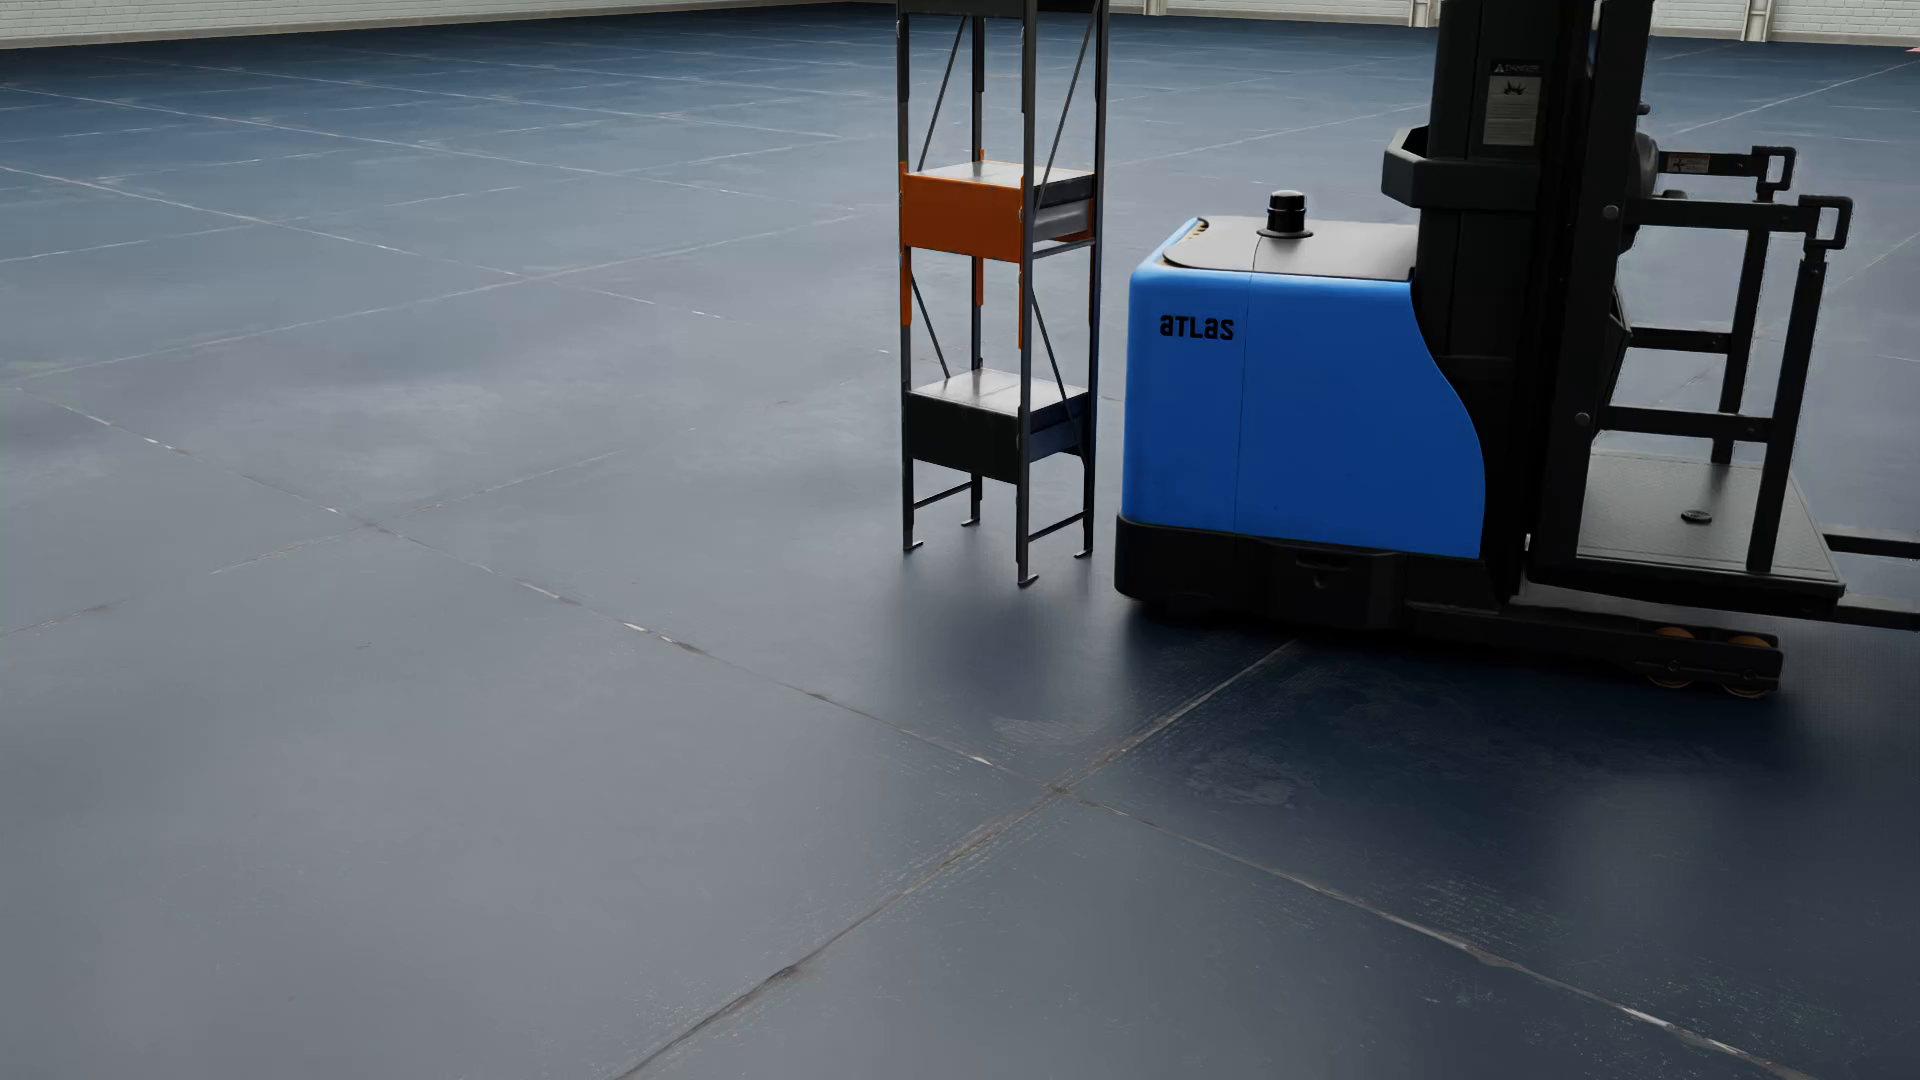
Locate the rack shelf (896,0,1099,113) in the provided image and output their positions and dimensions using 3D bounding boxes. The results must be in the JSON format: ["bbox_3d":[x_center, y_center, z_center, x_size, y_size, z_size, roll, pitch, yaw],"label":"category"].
[{"bbox_3d":[0.128,-1.588,5.013,0.480,0.518,0.431,16,26,36],"label":"rack shelf"}]

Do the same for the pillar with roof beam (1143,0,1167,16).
[{"bbox_3d":[1.404,-14.137,30.460,0.400,9.000,9.100,16,26,36],"label":"pillar with roof beam"}]

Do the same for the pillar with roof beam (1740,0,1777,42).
[{"bbox_3d":[10.701,-11.460,23.360,0.400,9.000,9.100,16,26,36],"label":"pillar with roof beam"}]

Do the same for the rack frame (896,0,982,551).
[{"bbox_3d":[-0.061,-1.000,5.400,0.015,2.100,0.400,16,26,36],"label":"rack frame"}]

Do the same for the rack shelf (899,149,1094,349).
[{"bbox_3d":[0.128,-0.933,5.260,0.480,0.518,0.431,16,26,36],"label":"rack shelf"}]

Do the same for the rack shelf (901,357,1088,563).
[{"bbox_3d":[0.128,-0.278,5.507,0.480,0.518,0.431,16,26,36],"label":"rack shelf"}]

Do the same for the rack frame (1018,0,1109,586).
[{"bbox_3d":[0.317,-0.891,5.111,0.015,2.100,0.400,16,26,36],"label":"rack frame"}]

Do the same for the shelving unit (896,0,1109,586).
[{"bbox_3d":[0.128,-0.946,5.256,0.503,2.100,0.431,16,26,36],"label":"shelving unit"}]

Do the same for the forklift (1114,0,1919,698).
[{"bbox_3d":[2.052,-1.148,4.614,3.031,2.935,1.130,6,22,17],"label":"forklift"}]

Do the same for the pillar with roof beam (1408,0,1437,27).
[{"bbox_3d":[6.053,-12.799,26.910,0.400,9.000,9.100,16,26,36],"label":"pillar with roof beam"}]
